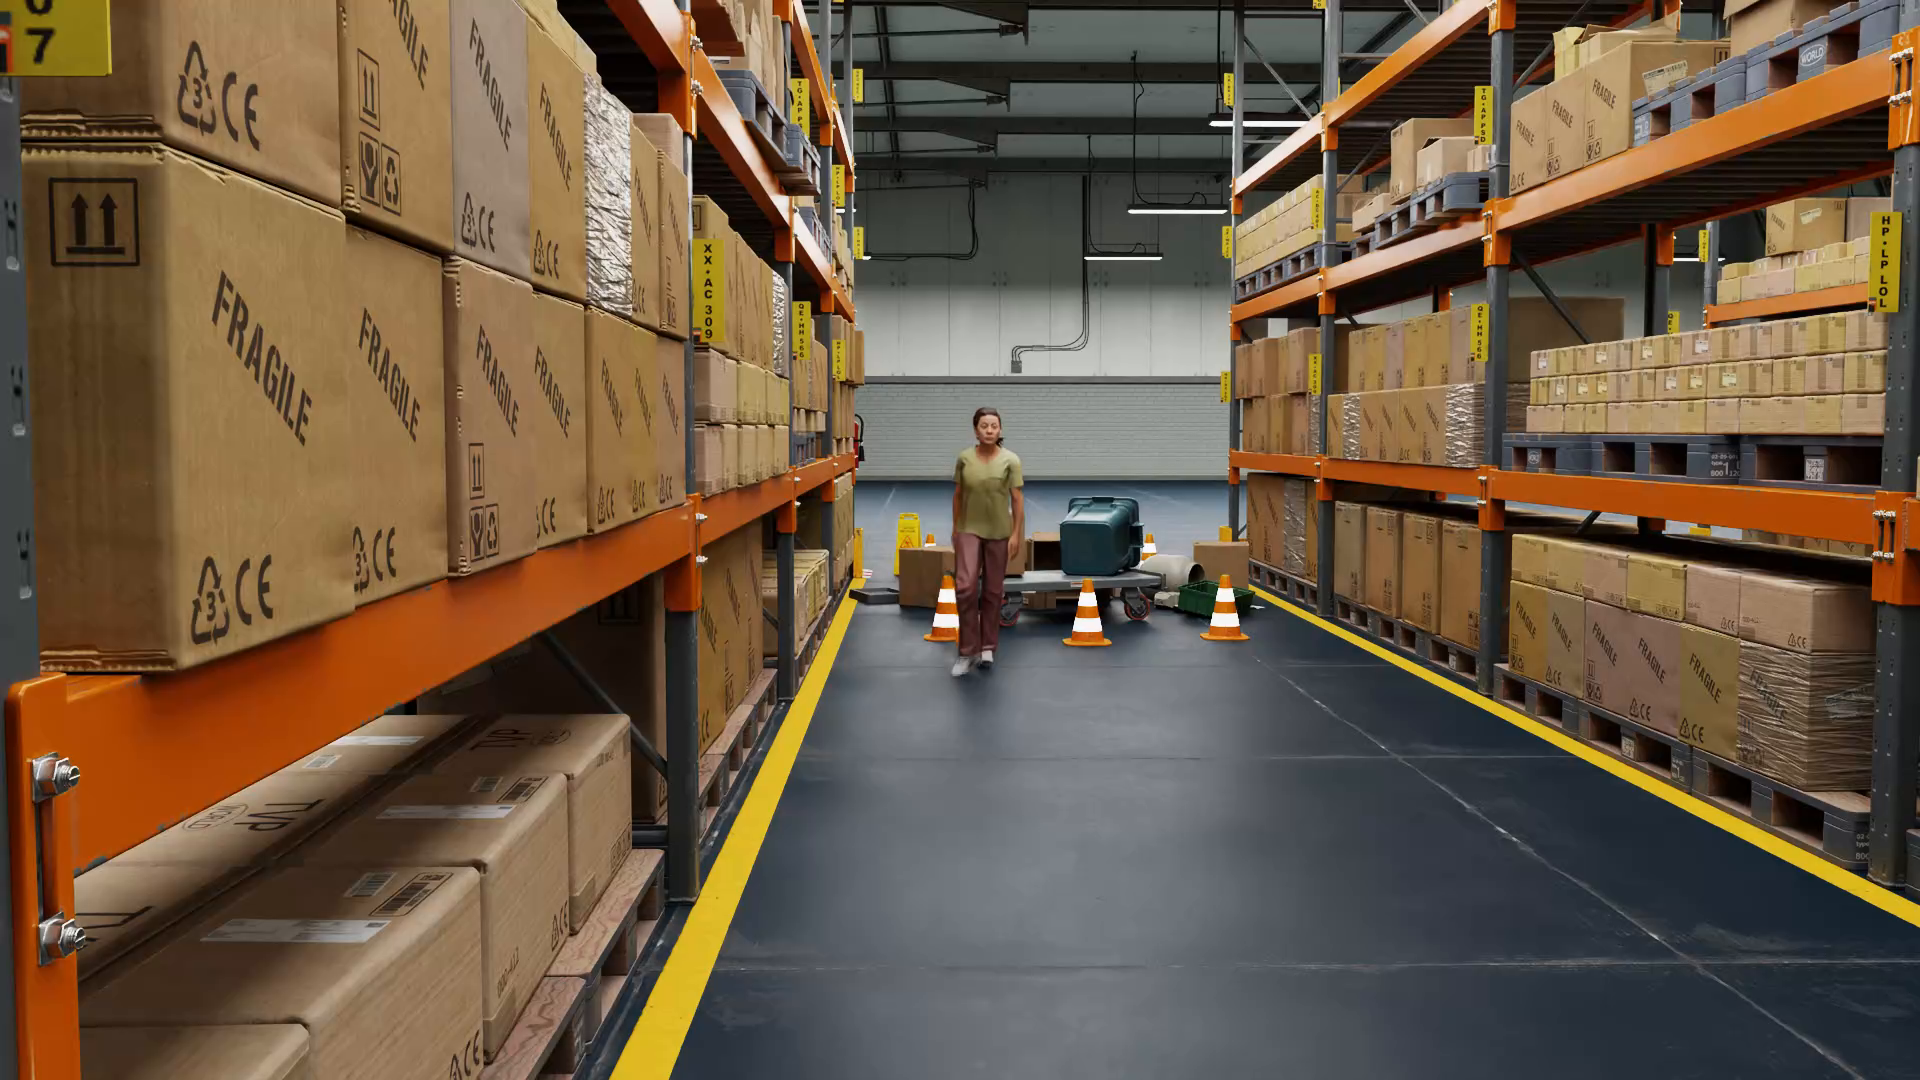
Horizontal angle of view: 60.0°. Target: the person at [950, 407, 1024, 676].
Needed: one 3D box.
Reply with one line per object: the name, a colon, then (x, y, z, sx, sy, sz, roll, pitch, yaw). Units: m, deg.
person: (0.173, 0.003, 10.574, 0.471, 1.693, 0.576, 0, 4, 3)
